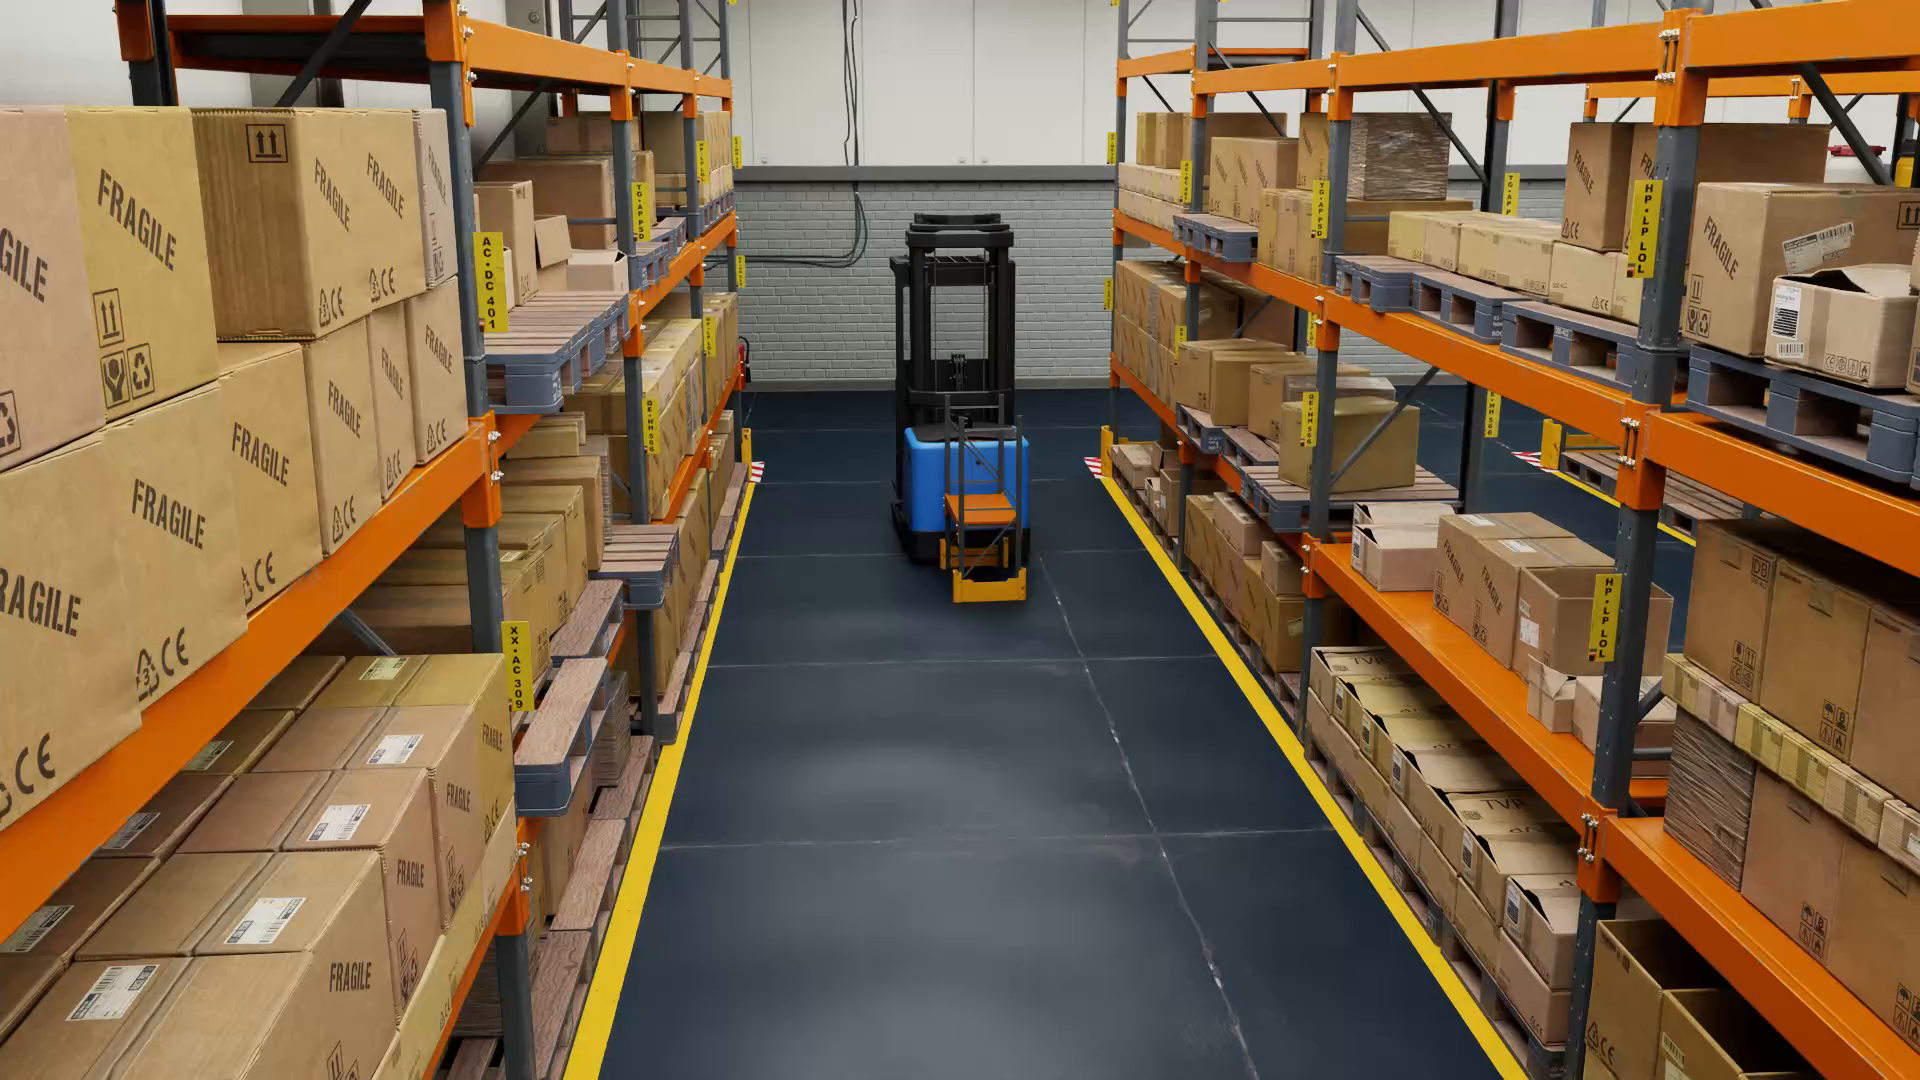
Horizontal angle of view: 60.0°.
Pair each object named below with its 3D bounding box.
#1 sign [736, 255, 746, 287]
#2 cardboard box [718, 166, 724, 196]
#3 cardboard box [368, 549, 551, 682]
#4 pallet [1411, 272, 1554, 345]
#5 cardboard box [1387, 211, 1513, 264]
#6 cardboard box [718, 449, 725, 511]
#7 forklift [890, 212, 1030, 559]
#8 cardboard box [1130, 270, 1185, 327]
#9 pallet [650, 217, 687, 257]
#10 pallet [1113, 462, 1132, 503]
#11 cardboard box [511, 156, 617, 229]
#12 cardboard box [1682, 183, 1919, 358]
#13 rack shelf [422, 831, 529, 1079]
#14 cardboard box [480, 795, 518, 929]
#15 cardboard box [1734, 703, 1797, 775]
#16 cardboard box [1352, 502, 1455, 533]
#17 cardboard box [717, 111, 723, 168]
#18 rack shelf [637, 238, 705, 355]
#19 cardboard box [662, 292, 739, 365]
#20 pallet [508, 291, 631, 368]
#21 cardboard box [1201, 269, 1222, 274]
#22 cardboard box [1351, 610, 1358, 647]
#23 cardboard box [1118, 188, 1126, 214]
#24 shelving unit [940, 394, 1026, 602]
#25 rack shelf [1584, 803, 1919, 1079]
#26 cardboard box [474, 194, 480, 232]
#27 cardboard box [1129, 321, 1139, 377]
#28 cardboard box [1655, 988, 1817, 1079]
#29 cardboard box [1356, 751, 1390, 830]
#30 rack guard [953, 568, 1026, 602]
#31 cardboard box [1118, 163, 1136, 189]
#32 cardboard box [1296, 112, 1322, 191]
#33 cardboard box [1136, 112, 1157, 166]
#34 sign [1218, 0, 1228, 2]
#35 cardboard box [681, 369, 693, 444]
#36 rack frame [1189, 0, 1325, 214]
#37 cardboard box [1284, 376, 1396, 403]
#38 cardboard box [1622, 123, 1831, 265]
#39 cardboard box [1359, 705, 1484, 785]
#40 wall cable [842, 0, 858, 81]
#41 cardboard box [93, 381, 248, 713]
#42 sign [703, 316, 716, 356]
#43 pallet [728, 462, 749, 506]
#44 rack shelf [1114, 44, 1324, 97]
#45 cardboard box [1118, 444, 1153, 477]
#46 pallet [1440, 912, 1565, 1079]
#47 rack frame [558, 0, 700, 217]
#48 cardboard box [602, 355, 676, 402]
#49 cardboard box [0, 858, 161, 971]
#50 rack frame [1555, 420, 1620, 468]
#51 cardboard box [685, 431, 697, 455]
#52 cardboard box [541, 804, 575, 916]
[{"bbox_3d":[-2.283,-2.795,17.294,0.100,0.325,0.005,-1,14,-3],"label":"sign"},{"bbox_3d":[-2.445,-3.310,15.331,0.500,0.250,0.500,-1,14,-5],"label":"cardboard box"},{"bbox_3d":[-2.107,0.342,6.817,0.700,0.500,0.500,1,14,2],"label":"cardboard box"},{"bbox_3d":[2.817,-1.118,7.935,1.003,0.211,1.213,0,14,-1],"label":"pallet"},{"bbox_3d":[2.698,-1.674,9.174,0.500,0.250,0.500,-2,15,-8],"label":"cardboard box"},{"bbox_3d":[-2.579,-0.553,15.553,0.700,0.500,0.500,-1,14,-2],"label":"cardboard box"},{"bbox_3d":[-0.071,-1.575,15.490,1.130,2.935,3.031,-2,15,-6],"label":"forklift"},{"bbox_3d":[1.948,-2.356,16.179,0.500,0.500,0.500,-1,14,-3],"label":"cardboard box"},{"bbox_3d":[-2.472,-2.253,12.349,0.805,0.209,1.217,-1,15,-6],"label":"pallet"},{"bbox_3d":[2.173,-0.624,17.253,1.003,0.211,1.213,-1,14,-3],"label":"pallet"},{"bbox_3d":[-2.524,-2.228,10.785,0.700,0.500,0.500,0,14,-1],"label":"cardboard box"},{"bbox_3d":[2.630,-0.851,5.192,0.500,0.500,0.500,0,14,1],"label":"cardboard box"},{"bbox_3d":[-1.958,1.716,4.006,1.077,0.370,4.000,-1,14,-3],"label":"rack shelf"},{"bbox_3d":[-1.750,1.046,5.426,0.500,0.250,0.500,-1,14,-3],"label":"cardboard box"},{"bbox_3d":[2.718,0.626,5.294,0.380,0.149,0.250,-1,14,-5],"label":"cardboard box"},{"bbox_3d":[2.593,-0.068,9.674,0.500,0.311,0.500,0,14,0],"label":"cardboard box"},{"bbox_3d":[-2.447,-3.678,15.256,0.500,0.500,0.500,-2,15,-6],"label":"cardboard box"},{"bbox_3d":[-2.454,-1.727,11.365,1.077,0.370,4.000,-1,14,-3],"label":"rack shelf"},{"bbox_3d":[-2.784,-2.133,16.919,0.980,0.700,0.700,0,14,-1],"label":"cardboard box"},{"bbox_3d":[-2.082,-0.905,7.105,1.213,0.211,1.003,-1,14,-3],"label":"pallet"},{"bbox_3d":[2.489,-2.364,16.210,0.500,0.500,0.500,0,14,-2],"label":"cardboard box"},{"bbox_3d":[2.833,0.547,11.237,0.500,0.500,0.500,-1,14,-5],"label":"cardboard box"},{"bbox_3d":[1.896,-3.440,16.883,0.500,0.250,0.500,-1,14,-3],"label":"cardboard box"},{"bbox_3d":[0.179,-0.368,13.670,0.587,1.500,1.083,-2,15,-6],"label":"shelving unit"},{"bbox_3d":[2.986,1.638,4.307,1.077,0.370,4.000,-1,14,-3],"label":"rack shelf"},{"bbox_3d":[-2.036,-0.972,5.945,0.500,0.500,0.500,1,14,5],"label":"cardboard box"},{"bbox_3d":[1.948,-1.873,16.309,0.500,0.500,0.500,-1,14,-4],"label":"cardboard box"},{"bbox_3d":[2.617,1.802,5.398,0.500,0.500,0.500,-1,14,-3],"label":"cardboard box"},{"bbox_3d":[2.423,1.315,8.796,0.500,0.250,0.500,-1,14,-5],"label":"cardboard box"},{"bbox_3d":[0.236,0.361,13.347,0.587,0.250,0.087,-2,15,-6],"label":"rack guard"},{"bbox_3d":[1.890,-3.682,16.820,0.500,0.250,0.500,-1,14,-3],"label":"cardboard box"},{"bbox_3d":[2.530,-2.550,10.914,0.500,0.500,0.500,-1,14,-3],"label":"cardboard box"},{"bbox_3d":[2.113,-3.924,16.255,0.700,0.500,0.500,-1,14,-3],"label":"cardboard box"},{"bbox_3d":[2.673,-5.630,16.880,0.100,0.325,0.005,-1,14,-3],"label":"sign"},{"bbox_3d":[-2.234,-0.959,12.121,0.500,0.500,0.500,-1,14,-3],"label":"cardboard box"},{"bbox_3d":[2.366,-4.103,13.136,1.000,3.000,0.127,-1,14,-3],"label":"rack frame"},{"bbox_3d":[2.596,-0.840,11.450,0.700,0.500,0.500,2,15,7],"label":"cardboard box"},{"bbox_3d":[2.863,-1.308,6.248,0.500,0.500,0.500,-1,14,-3],"label":"cardboard box"},{"bbox_3d":[2.423,1.046,8.713,0.500,0.311,0.500,-1,14,-5],"label":"cardboard box"},{"bbox_3d":[-0.119,-7.416,22.110,3.097,2.526,0.112,-1,14,-3],"label":"wall cable"},{"bbox_3d":[-1.640,0.004,2.956,0.500,0.500,0.500,0,14,-1],"label":"cardboard box"},{"bbox_3d":[-2.037,-1.653,13.490,0.100,0.325,0.005,-1,14,-3],"label":"sign"},{"bbox_3d":[-2.698,-0.566,17.028,1.003,0.211,1.213,-1,14,-3],"label":"pallet"},{"bbox_3d":[2.242,-4.250,15.159,1.077,0.370,4.000,-1,14,-3],"label":"rack shelf"},{"bbox_3d":[1.900,-0.810,17.012,0.500,0.250,0.500,-1,14,-3],"label":"cardboard box"},{"bbox_3d":[2.777,1.960,7.208,1.003,0.211,1.213,-1,14,-3],"label":"pallet"},{"bbox_3d":[-2.578,-4.025,12.835,1.000,3.000,0.127,-1,14,-3],"label":"rack frame"},{"bbox_3d":[-2.170,-1.065,11.028,0.500,0.250,0.500,-1,14,-3],"label":"cardboard box"},{"bbox_3d":[-2.165,1.071,3.822,0.500,0.500,0.500,-1,14,-3],"label":"cardboard box"},{"bbox_3d":[7.062,-2.268,18.043,1.000,3.000,0.127,-1,14,-3],"label":"rack frame"},{"bbox_3d":[-2.189,-0.736,12.554,0.380,0.149,0.250,-1,14,-3],"label":"cardboard box"},{"bbox_3d":[-2.218,1.429,7.809,0.700,0.500,0.500,-1,14,-3],"label":"cardboard box"}]
